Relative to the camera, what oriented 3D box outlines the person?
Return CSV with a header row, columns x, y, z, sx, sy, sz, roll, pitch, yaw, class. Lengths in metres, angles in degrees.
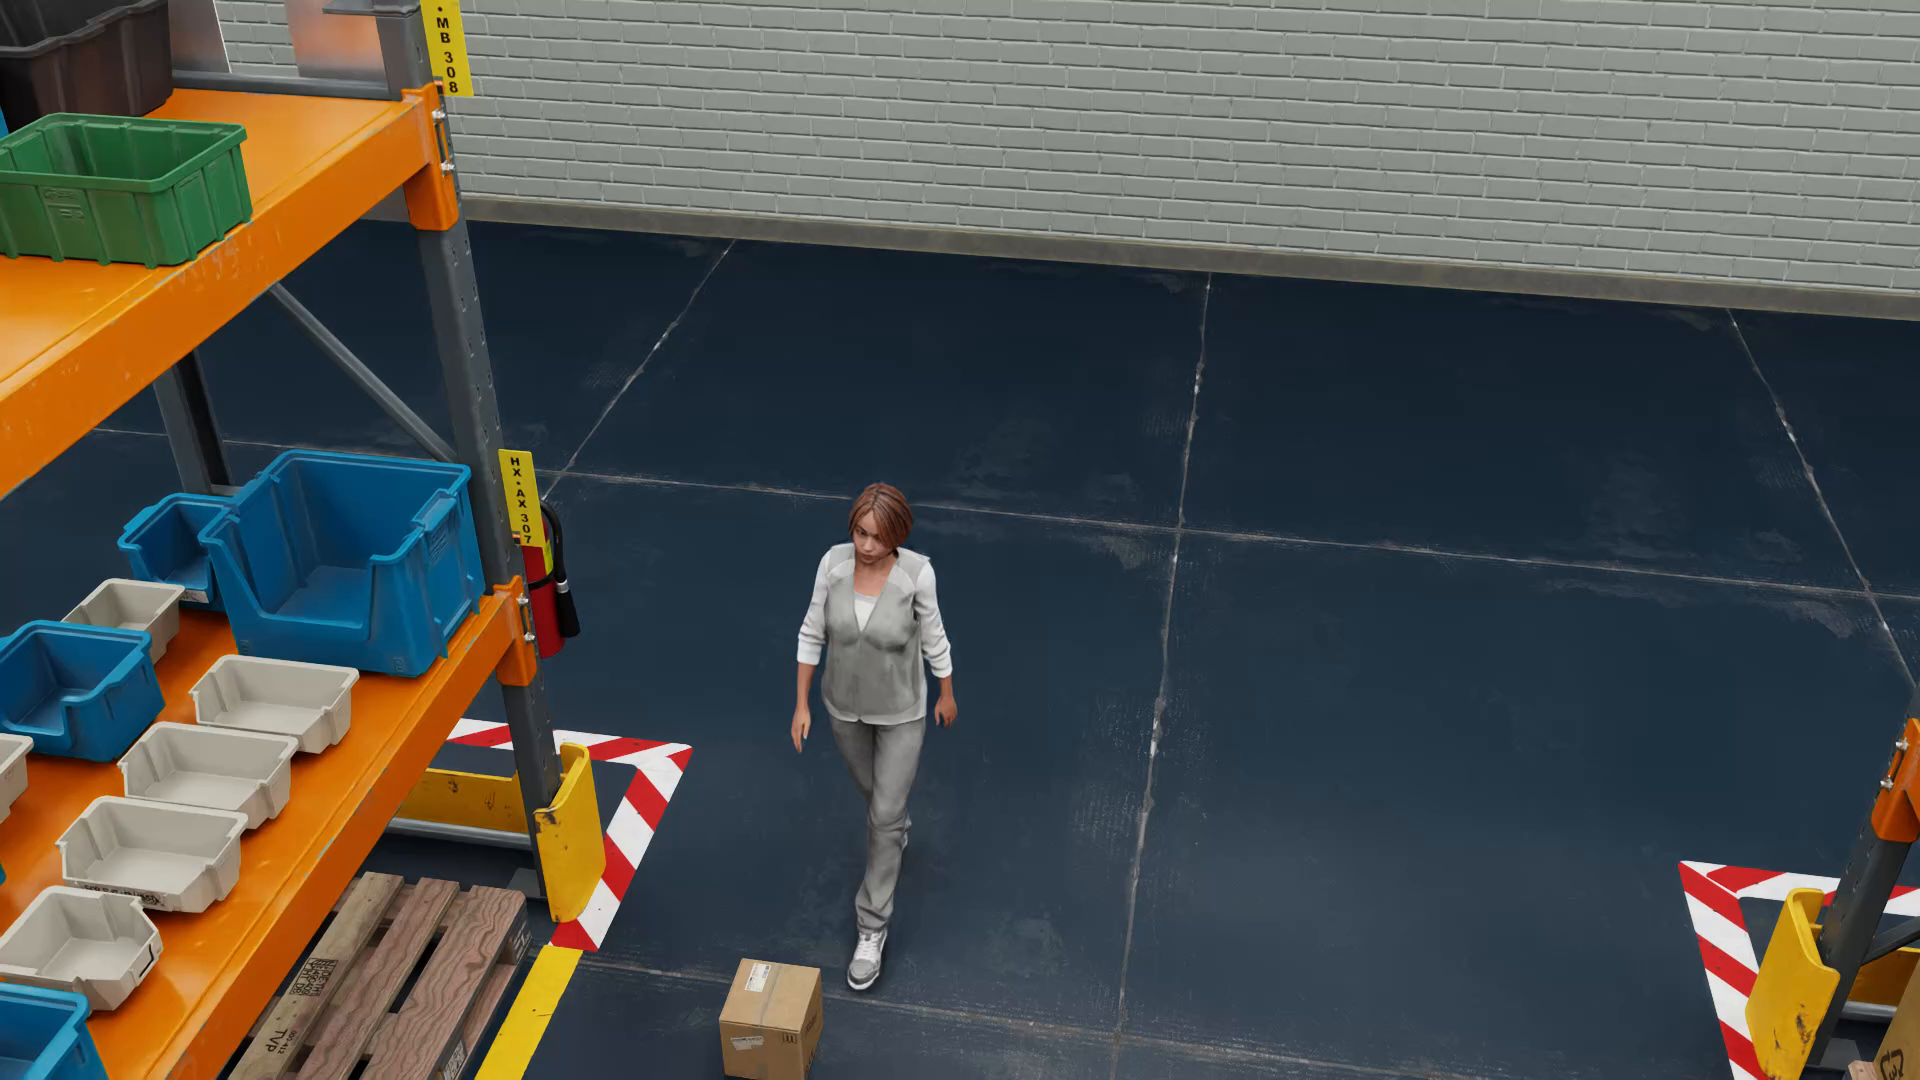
x,y,z,sx,sy,sz,roll,pitch,yaw,class
-0.316,0.591,5.233,0.468,1.560,0.751,11,34,17,person
